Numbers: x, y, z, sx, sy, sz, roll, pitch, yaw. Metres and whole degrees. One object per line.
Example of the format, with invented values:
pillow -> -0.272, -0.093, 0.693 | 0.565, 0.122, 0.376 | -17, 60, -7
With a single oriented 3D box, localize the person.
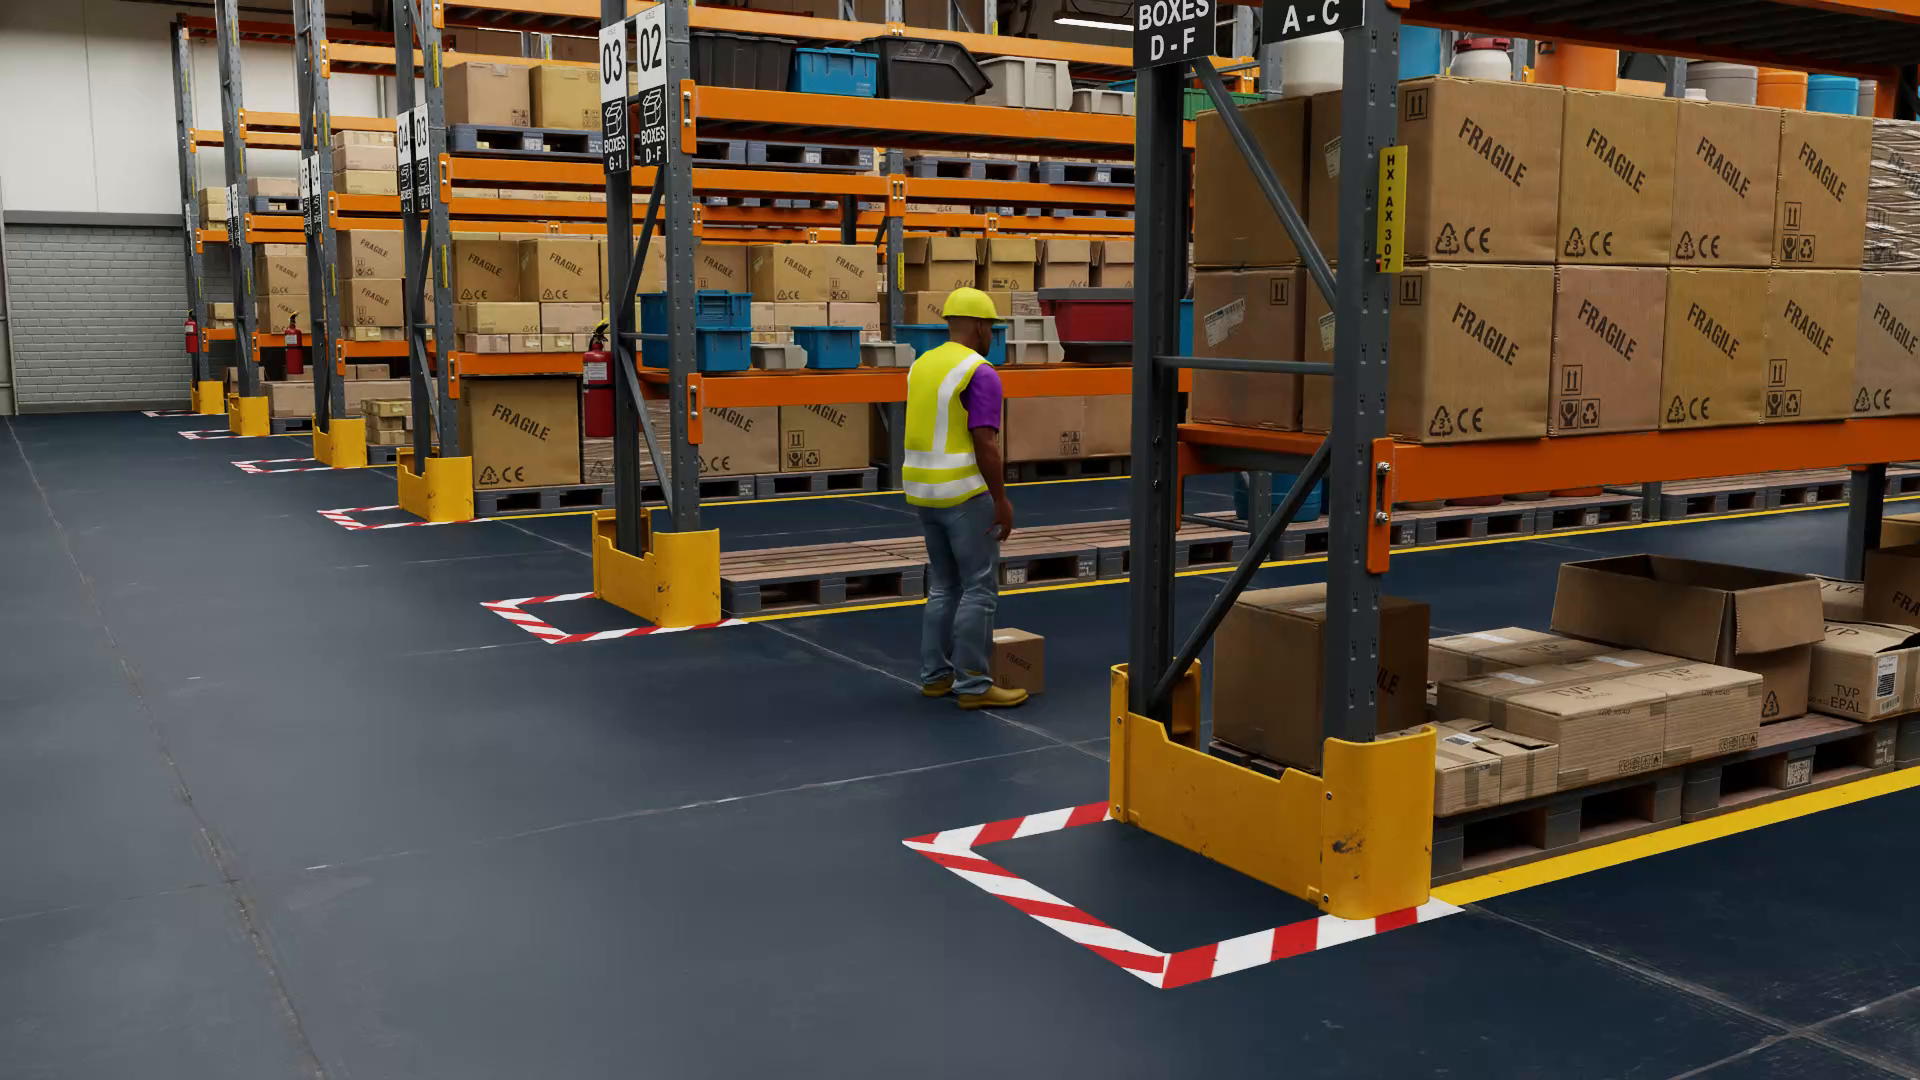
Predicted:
person -> 0.004, -0.186, 7.083 | 0.460, 1.755, 0.629 | -6, 10, -34
